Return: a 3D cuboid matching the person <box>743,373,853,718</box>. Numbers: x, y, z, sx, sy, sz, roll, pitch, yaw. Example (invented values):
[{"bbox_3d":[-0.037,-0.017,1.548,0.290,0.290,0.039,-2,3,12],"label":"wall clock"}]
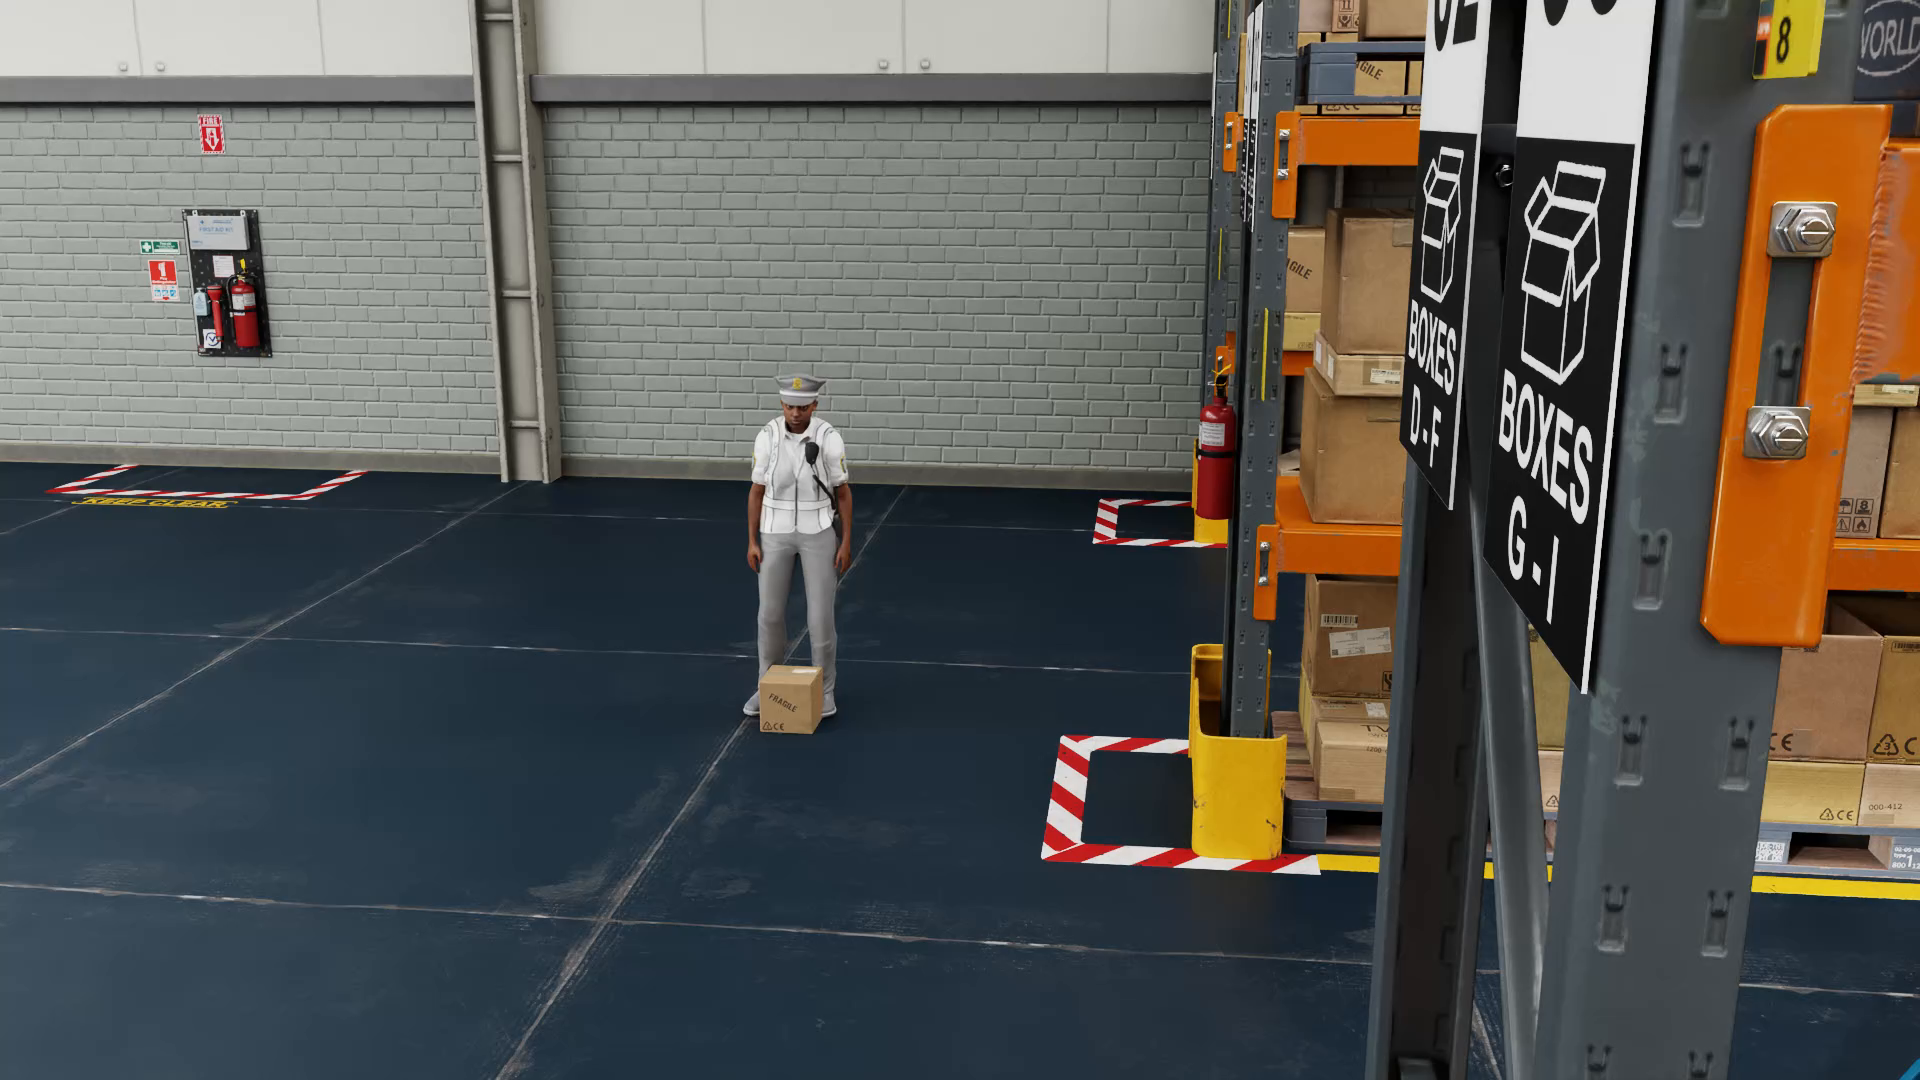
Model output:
[{"bbox_3d":[-0.780,0.018,7.946,0.532,1.654,0.395,1,14,3],"label":"person"}]
